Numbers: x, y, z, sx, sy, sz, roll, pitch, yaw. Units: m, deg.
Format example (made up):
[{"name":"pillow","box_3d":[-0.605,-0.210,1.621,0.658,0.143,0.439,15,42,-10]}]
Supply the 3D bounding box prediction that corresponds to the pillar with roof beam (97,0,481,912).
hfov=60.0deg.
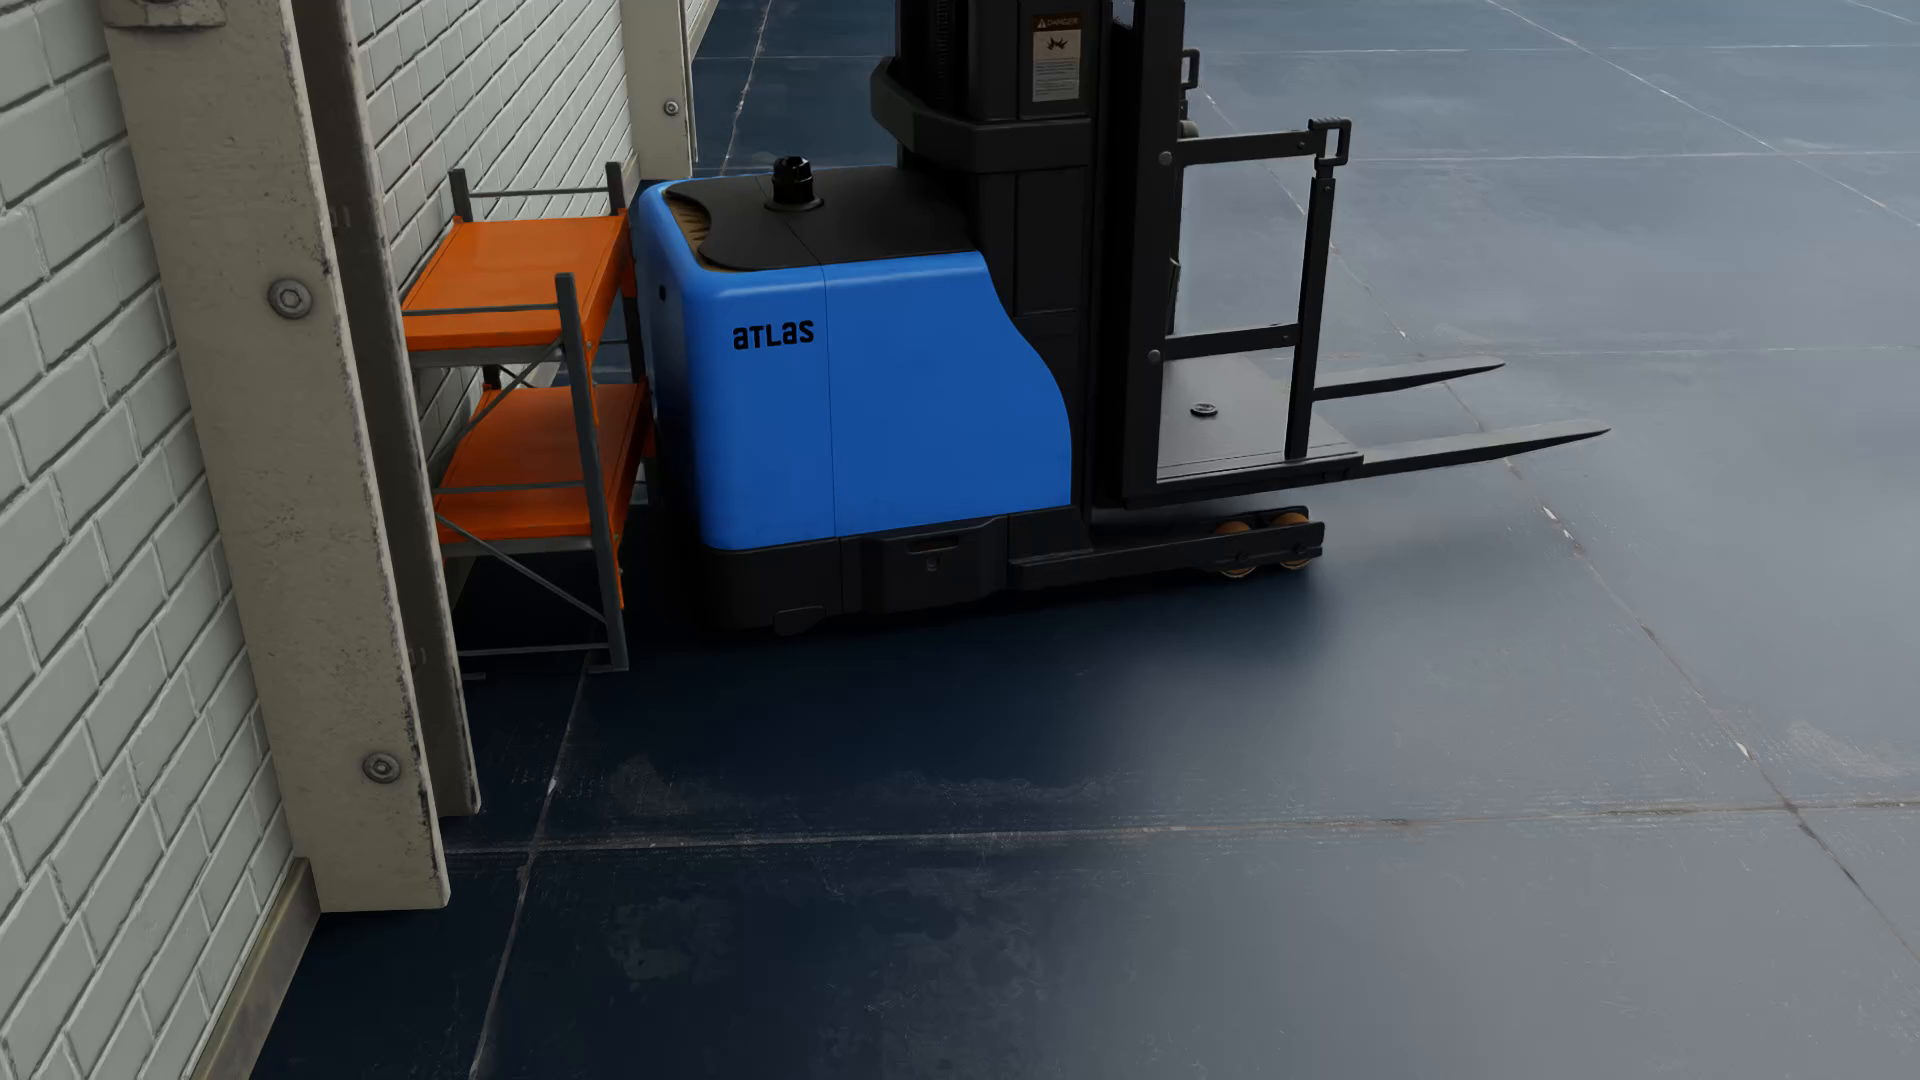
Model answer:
[{"name":"pillar with roof beam","box_3d":[2.994,-3.366,1.974,9.100,9.000,0.400,-1,28,-3]}]

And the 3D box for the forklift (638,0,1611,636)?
[{"name":"forklift","box_3d":[0.600,-1.412,4.787,3.031,2.935,1.130,-8,29,-15]}]

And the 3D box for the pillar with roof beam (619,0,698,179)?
[{"name":"pillar with roof beam","box_3d":[2.681,-6.137,7.286,9.100,9.000,0.400,-1,28,-3]}]

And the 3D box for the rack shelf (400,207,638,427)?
[{"name":"rack shelf","box_3d":[-1.213,-0.627,4.584,0.538,0.278,1.000,-3,28,-3]}]

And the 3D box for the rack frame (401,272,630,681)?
[{"name":"rack frame","box_3d":[-1.170,-0.132,4.272,0.500,1.125,0.032,-3,28,-3]}]

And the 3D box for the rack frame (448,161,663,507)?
[{"name":"rack frame","box_3d":[-1.239,-0.605,5.169,0.500,1.125,0.032,-3,28,-3]}]

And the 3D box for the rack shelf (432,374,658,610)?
[{"name":"rack shelf","box_3d":[-1.198,-0.153,4.835,0.538,0.278,1.000,-3,28,-3]}]

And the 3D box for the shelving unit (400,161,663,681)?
[{"name":"shelving unit","box_3d":[-1.205,-0.369,4.721,0.538,1.125,1.048,-3,28,-3]}]
